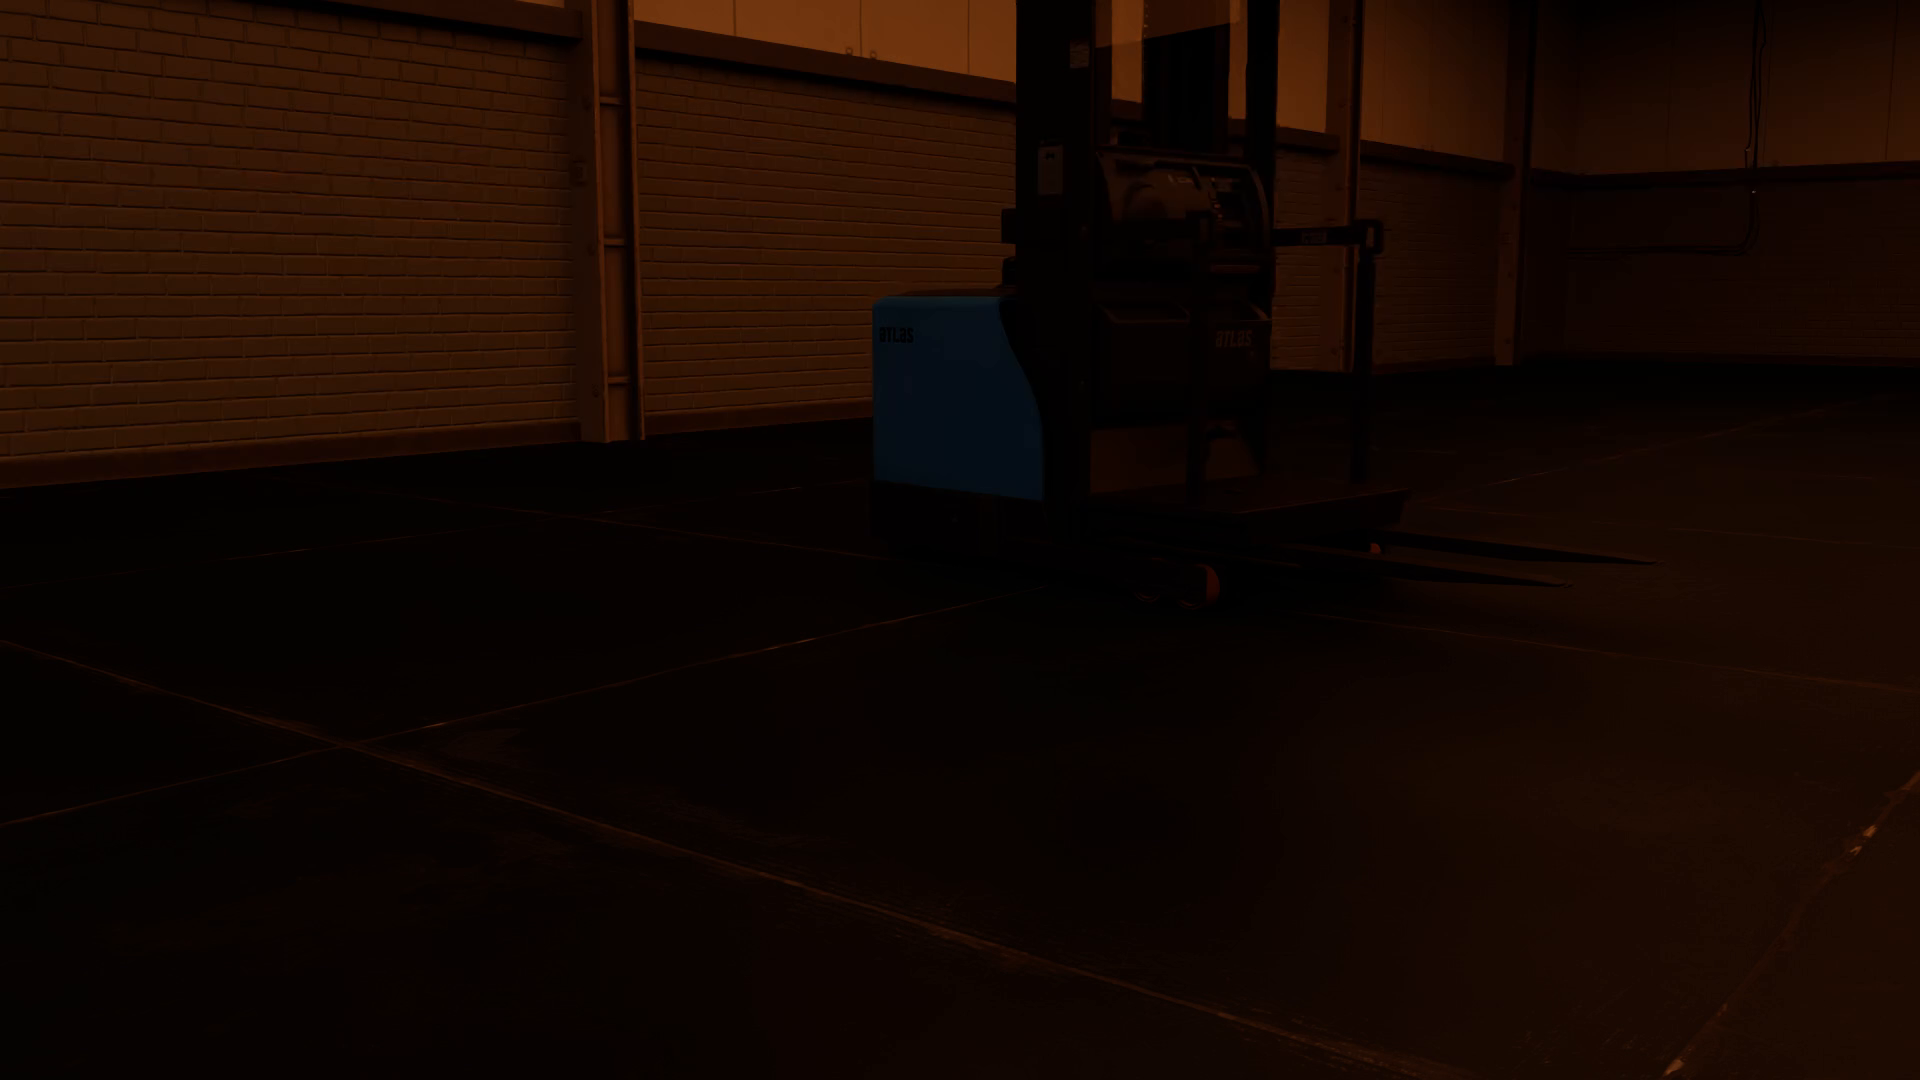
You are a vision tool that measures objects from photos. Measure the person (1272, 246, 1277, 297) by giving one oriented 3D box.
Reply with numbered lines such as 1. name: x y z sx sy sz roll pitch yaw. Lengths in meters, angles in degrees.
1. person: 1.386 -1.078 9.070 0.728 1.764 0.799 0 8 -2

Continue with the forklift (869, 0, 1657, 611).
1. forklift: 0.991 -1.289 6.094 1.130 2.935 3.031 -8 11 -42
